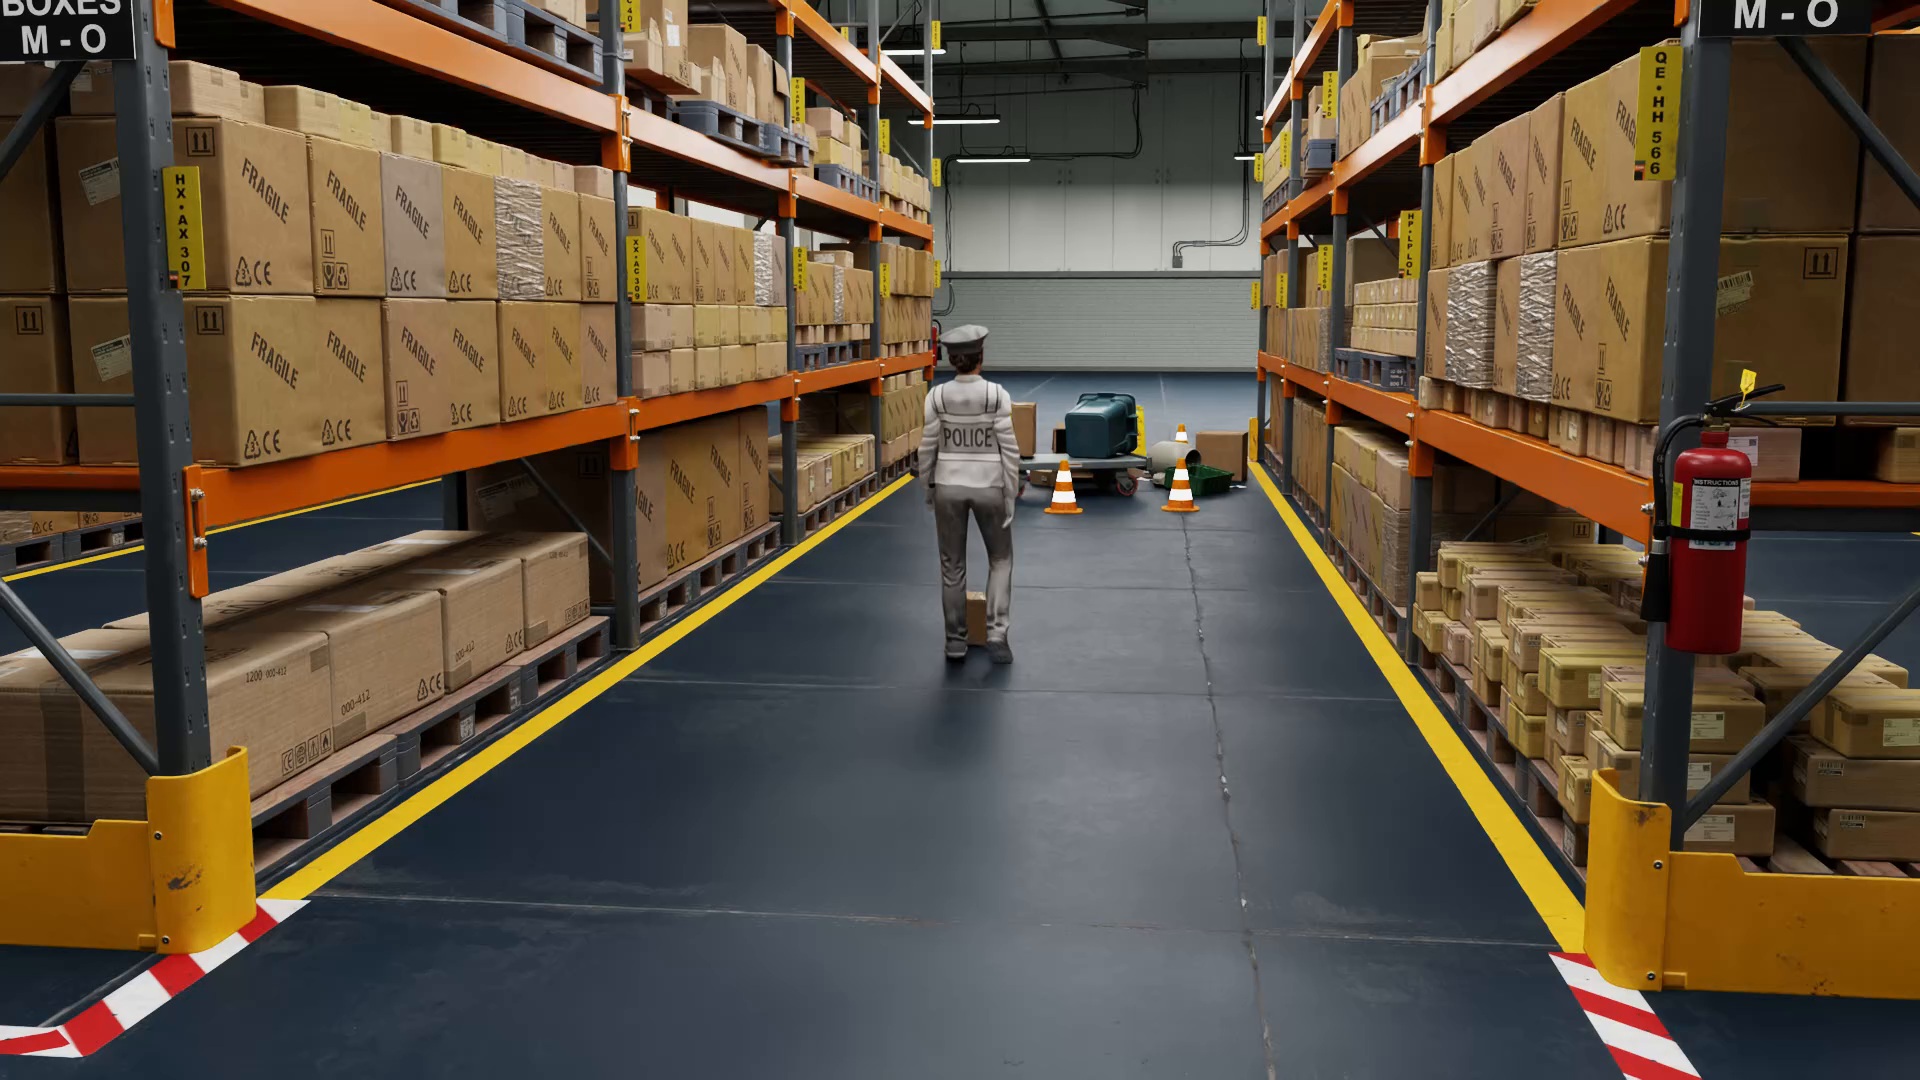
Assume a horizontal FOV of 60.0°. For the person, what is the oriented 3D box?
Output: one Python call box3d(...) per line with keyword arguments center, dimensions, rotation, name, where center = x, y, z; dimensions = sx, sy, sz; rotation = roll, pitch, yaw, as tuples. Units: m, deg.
box3d(center=(0.046, -0.218, 8.296), dimensions=(0.508, 1.702, 0.490), rotation=(0, 8, 3), name="person")
